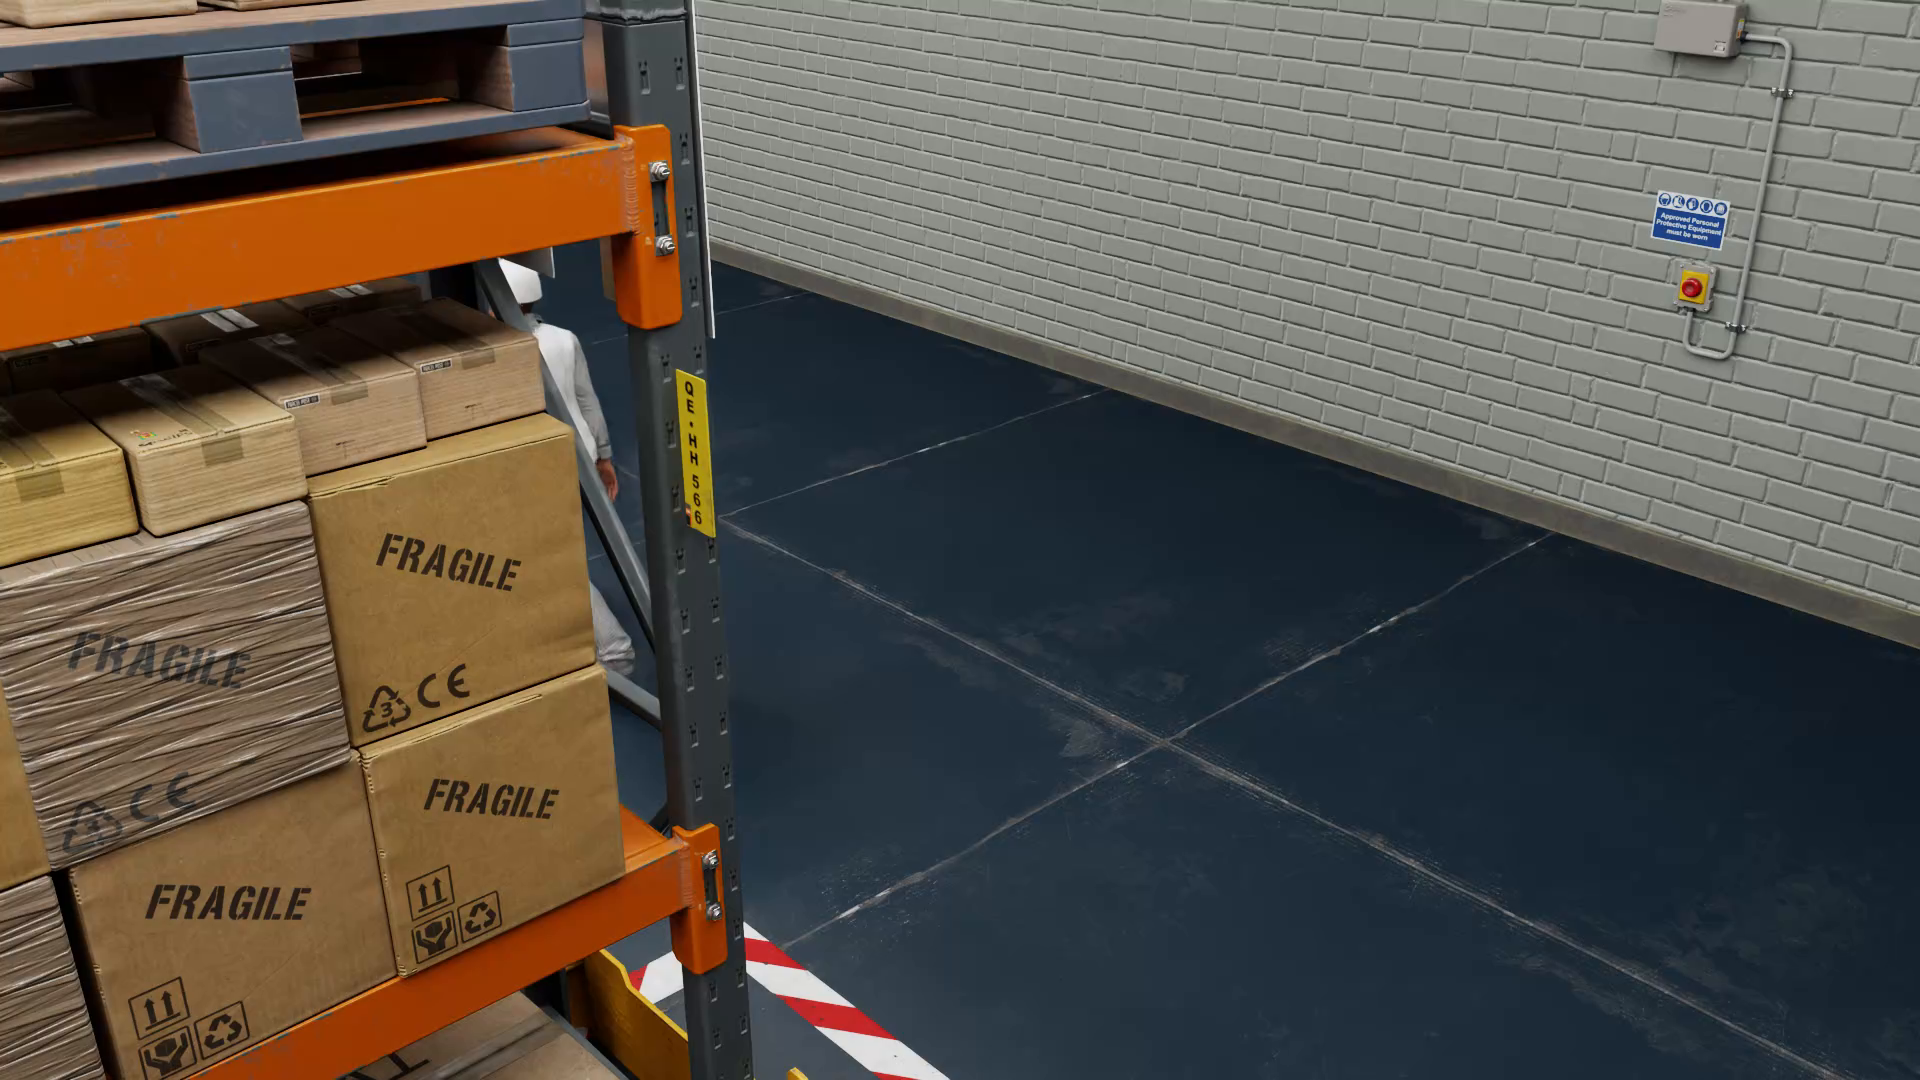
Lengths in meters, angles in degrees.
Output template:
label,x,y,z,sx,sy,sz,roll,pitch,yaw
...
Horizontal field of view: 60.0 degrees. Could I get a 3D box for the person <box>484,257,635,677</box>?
label,x,y,z,sx,sy,sz,roll,pitch,yaw
person,-1.701,-0.289,6.782,1.112,1.712,0.552,19,30,36
